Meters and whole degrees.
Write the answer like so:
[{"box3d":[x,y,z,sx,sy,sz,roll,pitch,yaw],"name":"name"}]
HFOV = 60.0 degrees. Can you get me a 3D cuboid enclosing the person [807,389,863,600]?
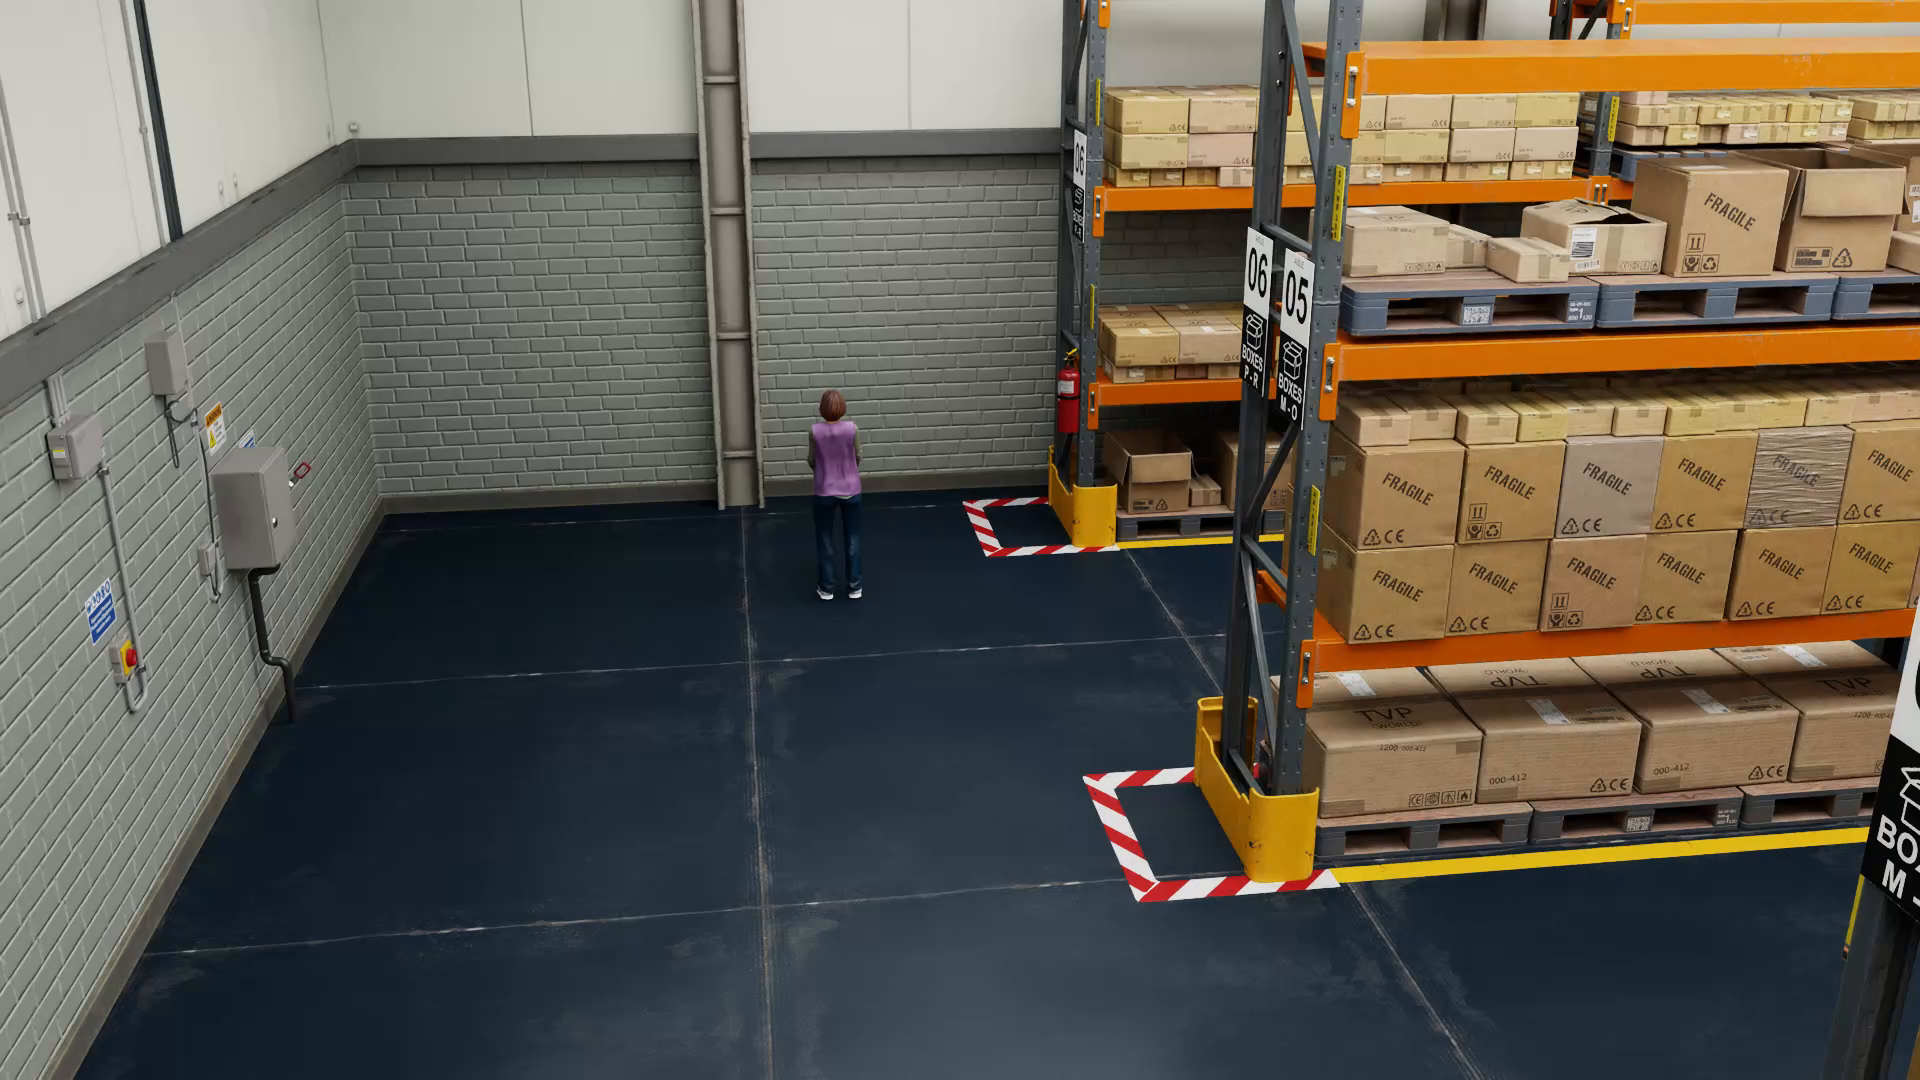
[{"box3d":[-0.902,-0.354,12.076,0.405,1.575,0.498,-3,20,-7],"name":"person"}]
